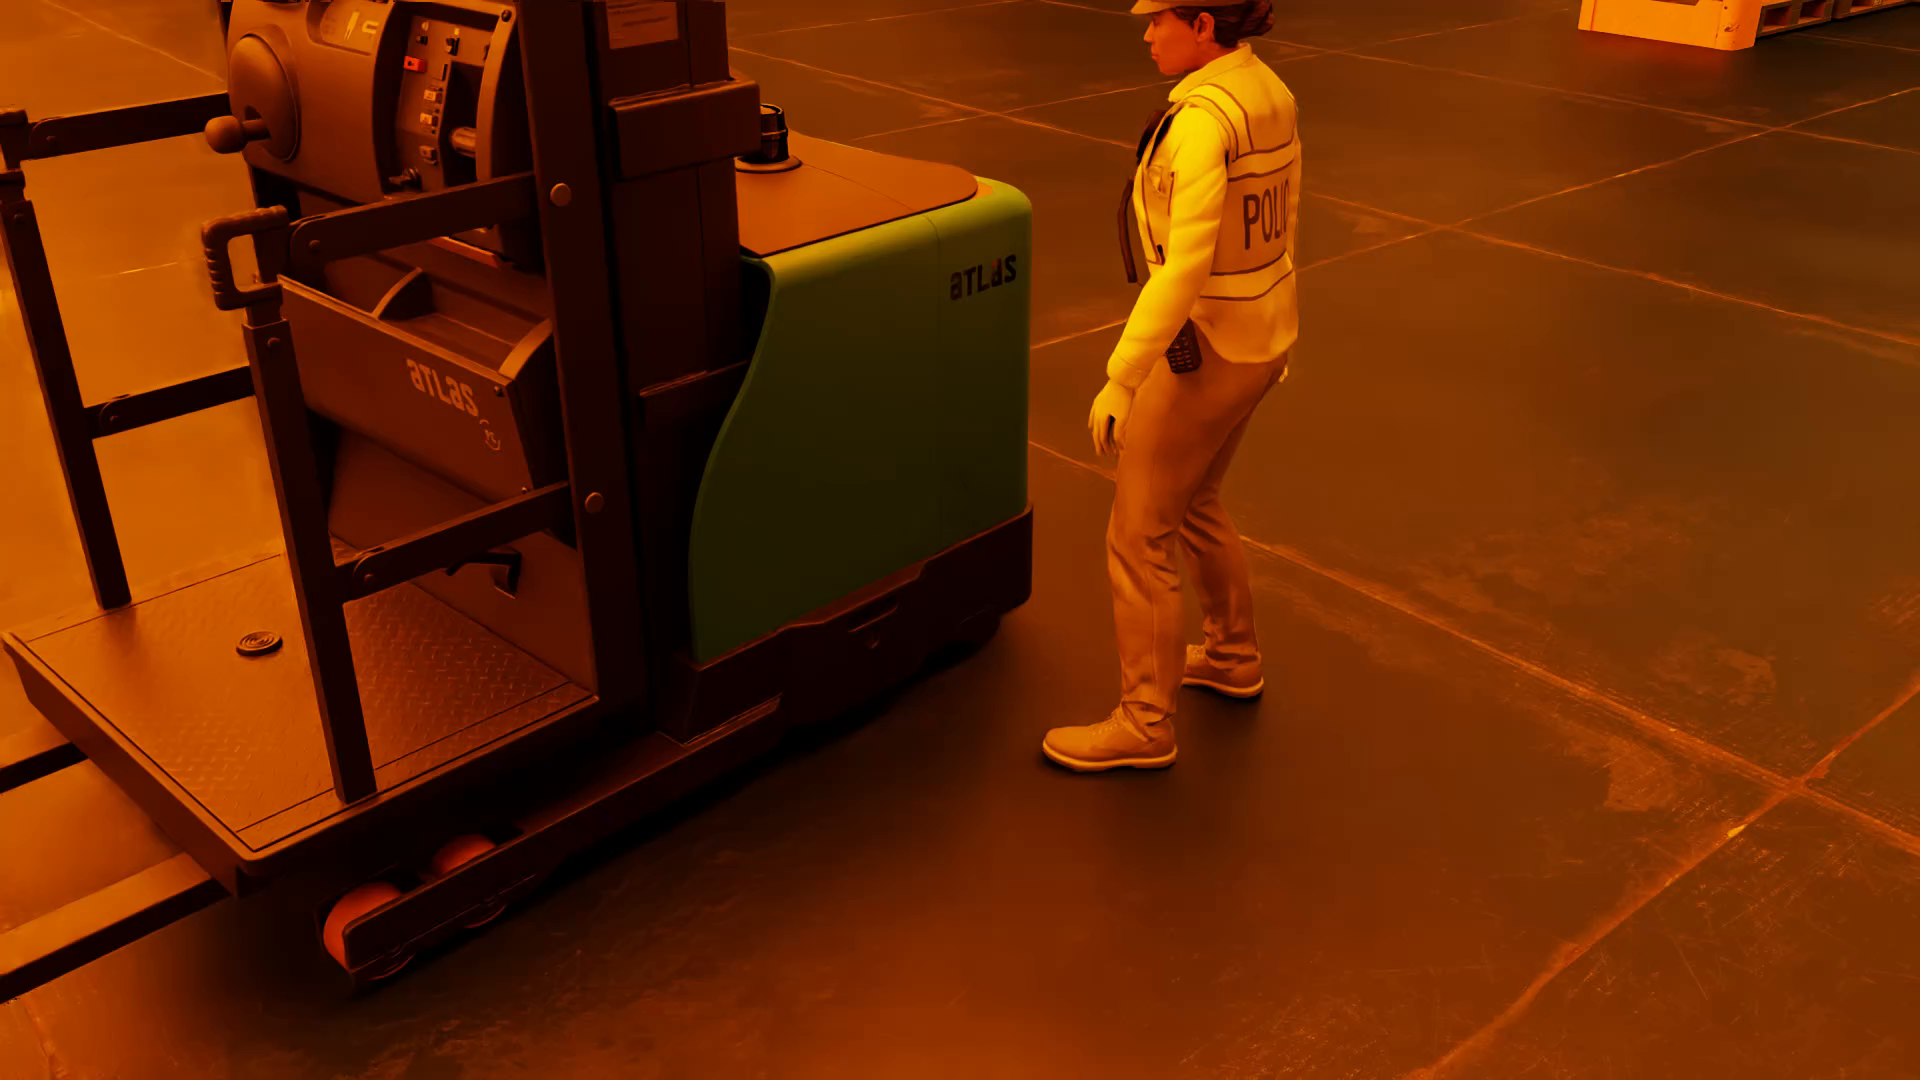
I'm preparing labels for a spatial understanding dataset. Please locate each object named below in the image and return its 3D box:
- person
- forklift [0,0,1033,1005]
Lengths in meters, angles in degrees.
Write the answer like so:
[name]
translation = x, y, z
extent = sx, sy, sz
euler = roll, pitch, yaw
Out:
[person]
translation = 0.485, -0.370, 3.407
extent = 0.367, 1.642, 0.727
euler = 12, 29, 23
[forklift]
translation = -1.201, -0.795, 2.806
extent = 1.130, 2.935, 3.031
euler = 23, 34, 38
